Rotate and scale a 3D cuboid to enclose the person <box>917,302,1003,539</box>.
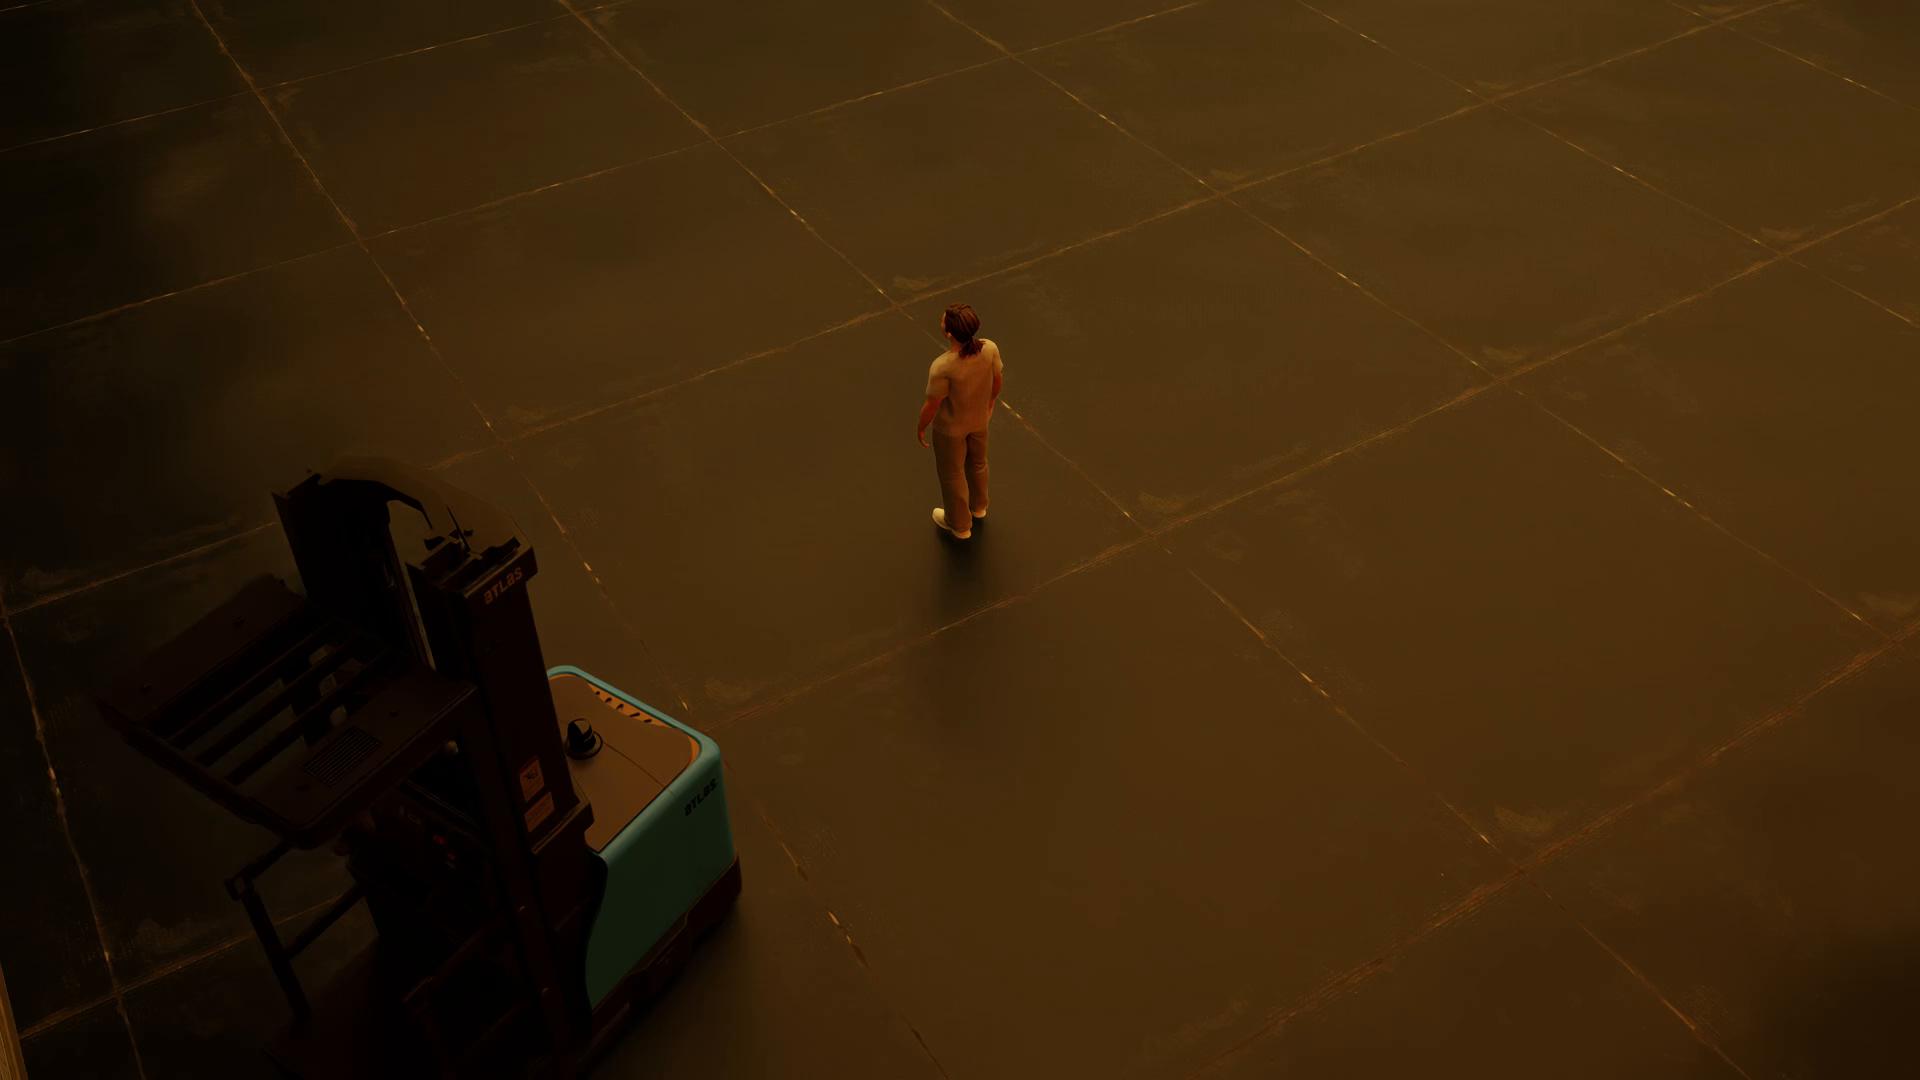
[{"bbox_3d":[-0.028,-0.712,9.568,0.550,1.675,0.549,-23,46,-24],"label":"person"}]

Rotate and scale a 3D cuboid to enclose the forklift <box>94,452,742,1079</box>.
[{"bbox_3d":[-2.285,1.253,6.437,1.130,2.935,3.031,23,46,24],"label":"forklift"}]
